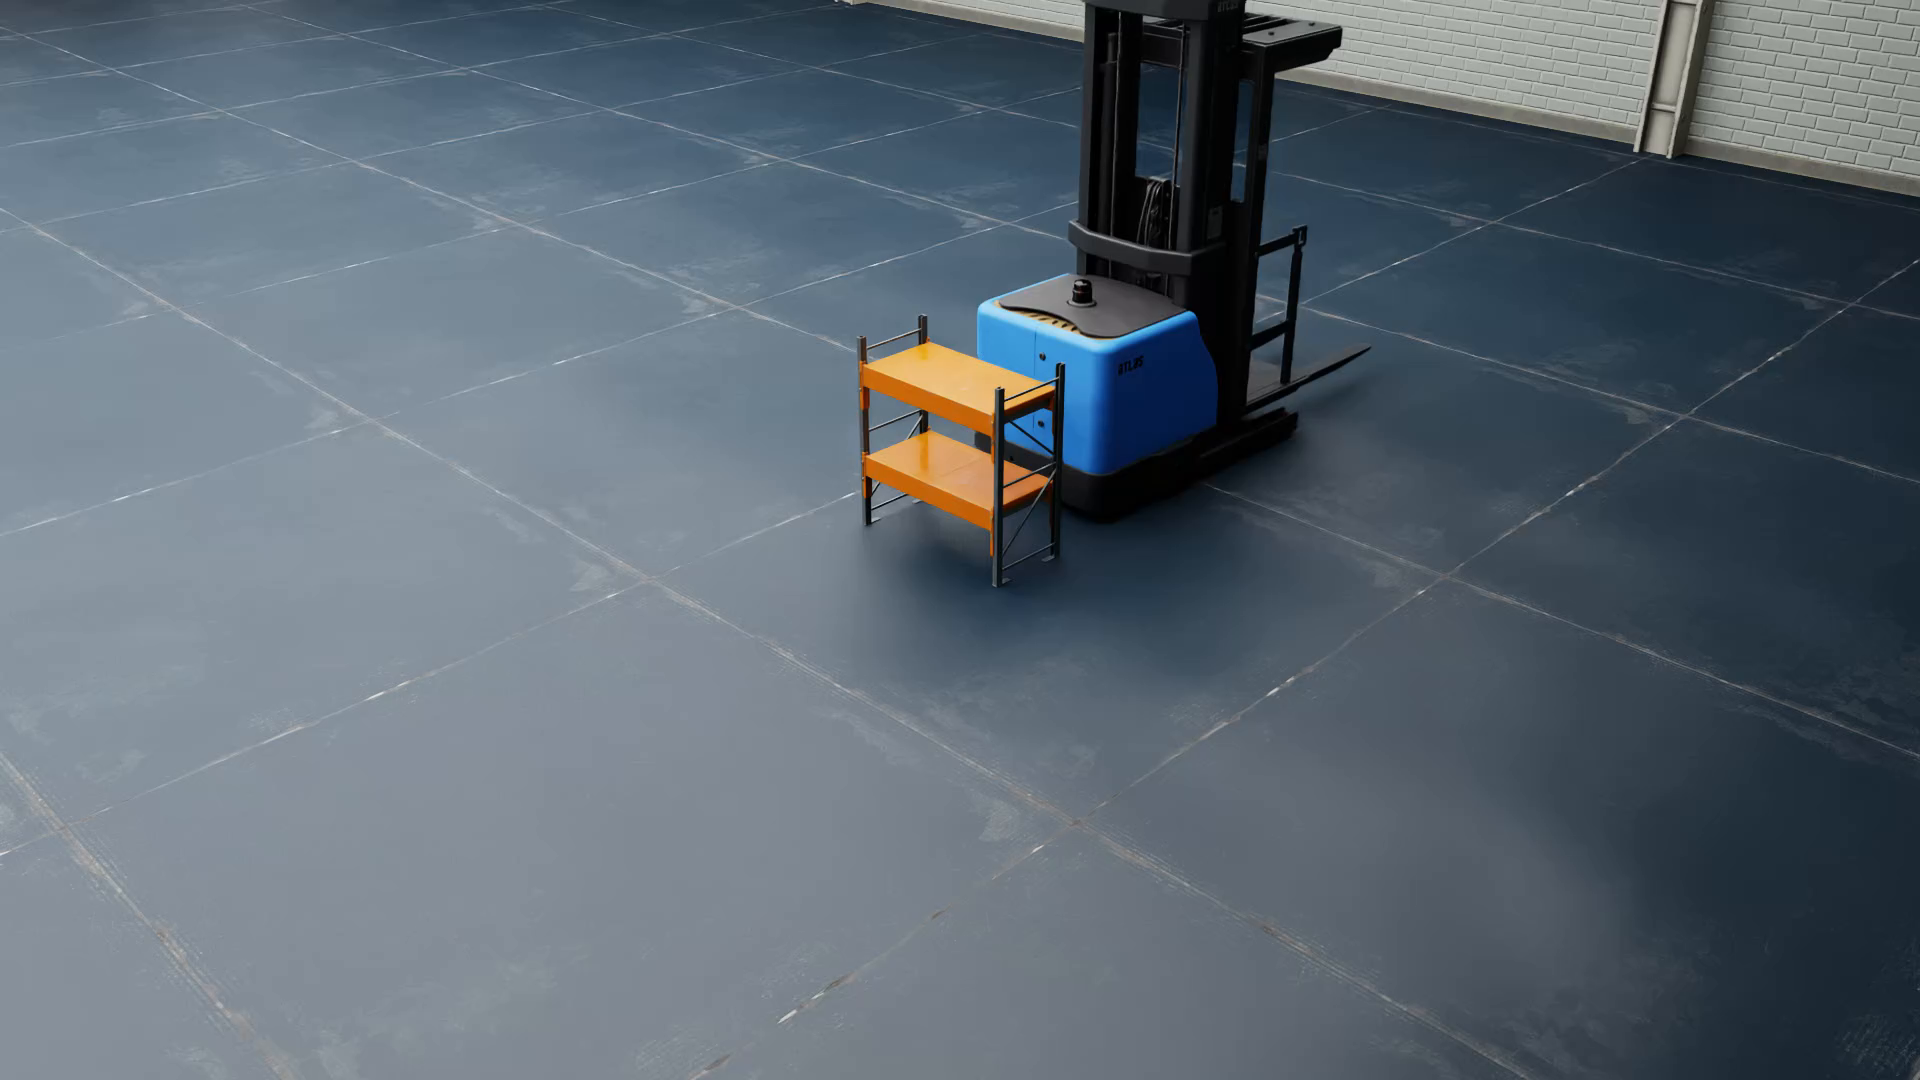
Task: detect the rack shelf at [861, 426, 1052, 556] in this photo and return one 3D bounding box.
[{"bbox_3d":[-0.005,-0.284,9.106,1.000,0.278,0.538,25,36,38],"label":"rack shelf"}]

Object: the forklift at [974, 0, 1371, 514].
[{"bbox_3d":[1.483,-2.031,9.963,3.031,2.935,1.130,-25,37,-39],"label":"forklift"}]

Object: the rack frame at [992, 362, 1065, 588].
[{"bbox_3d":[0.358,-0.334,8.677,0.032,1.125,0.500,25,36,38],"label":"rack frame"}]

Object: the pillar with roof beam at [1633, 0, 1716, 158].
[{"bbox_3d":[3.970,-6.434,11.817,0.400,9.000,9.100,25,36,38],"label":"pillar with roof beam"}]

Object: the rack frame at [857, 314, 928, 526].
[{"bbox_3d":[-0.367,-0.666,9.308,0.032,1.125,0.500,25,36,38],"label":"rack frame"}]

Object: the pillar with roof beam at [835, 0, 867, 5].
[{"bbox_3d":[-4.587,-10.349,19.263,0.400,9.000,9.100,25,36,38],"label":"pillar with roof beam"}]

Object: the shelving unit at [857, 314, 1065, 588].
[{"bbox_3d":[-0.005,-0.500,8.992,1.048,1.125,0.538,25,36,38],"label":"shelving unit"}]

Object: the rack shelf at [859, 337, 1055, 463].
[{"bbox_3d":[-0.005,-0.759,8.856,1.000,0.278,0.538,25,36,38],"label":"rack shelf"}]
